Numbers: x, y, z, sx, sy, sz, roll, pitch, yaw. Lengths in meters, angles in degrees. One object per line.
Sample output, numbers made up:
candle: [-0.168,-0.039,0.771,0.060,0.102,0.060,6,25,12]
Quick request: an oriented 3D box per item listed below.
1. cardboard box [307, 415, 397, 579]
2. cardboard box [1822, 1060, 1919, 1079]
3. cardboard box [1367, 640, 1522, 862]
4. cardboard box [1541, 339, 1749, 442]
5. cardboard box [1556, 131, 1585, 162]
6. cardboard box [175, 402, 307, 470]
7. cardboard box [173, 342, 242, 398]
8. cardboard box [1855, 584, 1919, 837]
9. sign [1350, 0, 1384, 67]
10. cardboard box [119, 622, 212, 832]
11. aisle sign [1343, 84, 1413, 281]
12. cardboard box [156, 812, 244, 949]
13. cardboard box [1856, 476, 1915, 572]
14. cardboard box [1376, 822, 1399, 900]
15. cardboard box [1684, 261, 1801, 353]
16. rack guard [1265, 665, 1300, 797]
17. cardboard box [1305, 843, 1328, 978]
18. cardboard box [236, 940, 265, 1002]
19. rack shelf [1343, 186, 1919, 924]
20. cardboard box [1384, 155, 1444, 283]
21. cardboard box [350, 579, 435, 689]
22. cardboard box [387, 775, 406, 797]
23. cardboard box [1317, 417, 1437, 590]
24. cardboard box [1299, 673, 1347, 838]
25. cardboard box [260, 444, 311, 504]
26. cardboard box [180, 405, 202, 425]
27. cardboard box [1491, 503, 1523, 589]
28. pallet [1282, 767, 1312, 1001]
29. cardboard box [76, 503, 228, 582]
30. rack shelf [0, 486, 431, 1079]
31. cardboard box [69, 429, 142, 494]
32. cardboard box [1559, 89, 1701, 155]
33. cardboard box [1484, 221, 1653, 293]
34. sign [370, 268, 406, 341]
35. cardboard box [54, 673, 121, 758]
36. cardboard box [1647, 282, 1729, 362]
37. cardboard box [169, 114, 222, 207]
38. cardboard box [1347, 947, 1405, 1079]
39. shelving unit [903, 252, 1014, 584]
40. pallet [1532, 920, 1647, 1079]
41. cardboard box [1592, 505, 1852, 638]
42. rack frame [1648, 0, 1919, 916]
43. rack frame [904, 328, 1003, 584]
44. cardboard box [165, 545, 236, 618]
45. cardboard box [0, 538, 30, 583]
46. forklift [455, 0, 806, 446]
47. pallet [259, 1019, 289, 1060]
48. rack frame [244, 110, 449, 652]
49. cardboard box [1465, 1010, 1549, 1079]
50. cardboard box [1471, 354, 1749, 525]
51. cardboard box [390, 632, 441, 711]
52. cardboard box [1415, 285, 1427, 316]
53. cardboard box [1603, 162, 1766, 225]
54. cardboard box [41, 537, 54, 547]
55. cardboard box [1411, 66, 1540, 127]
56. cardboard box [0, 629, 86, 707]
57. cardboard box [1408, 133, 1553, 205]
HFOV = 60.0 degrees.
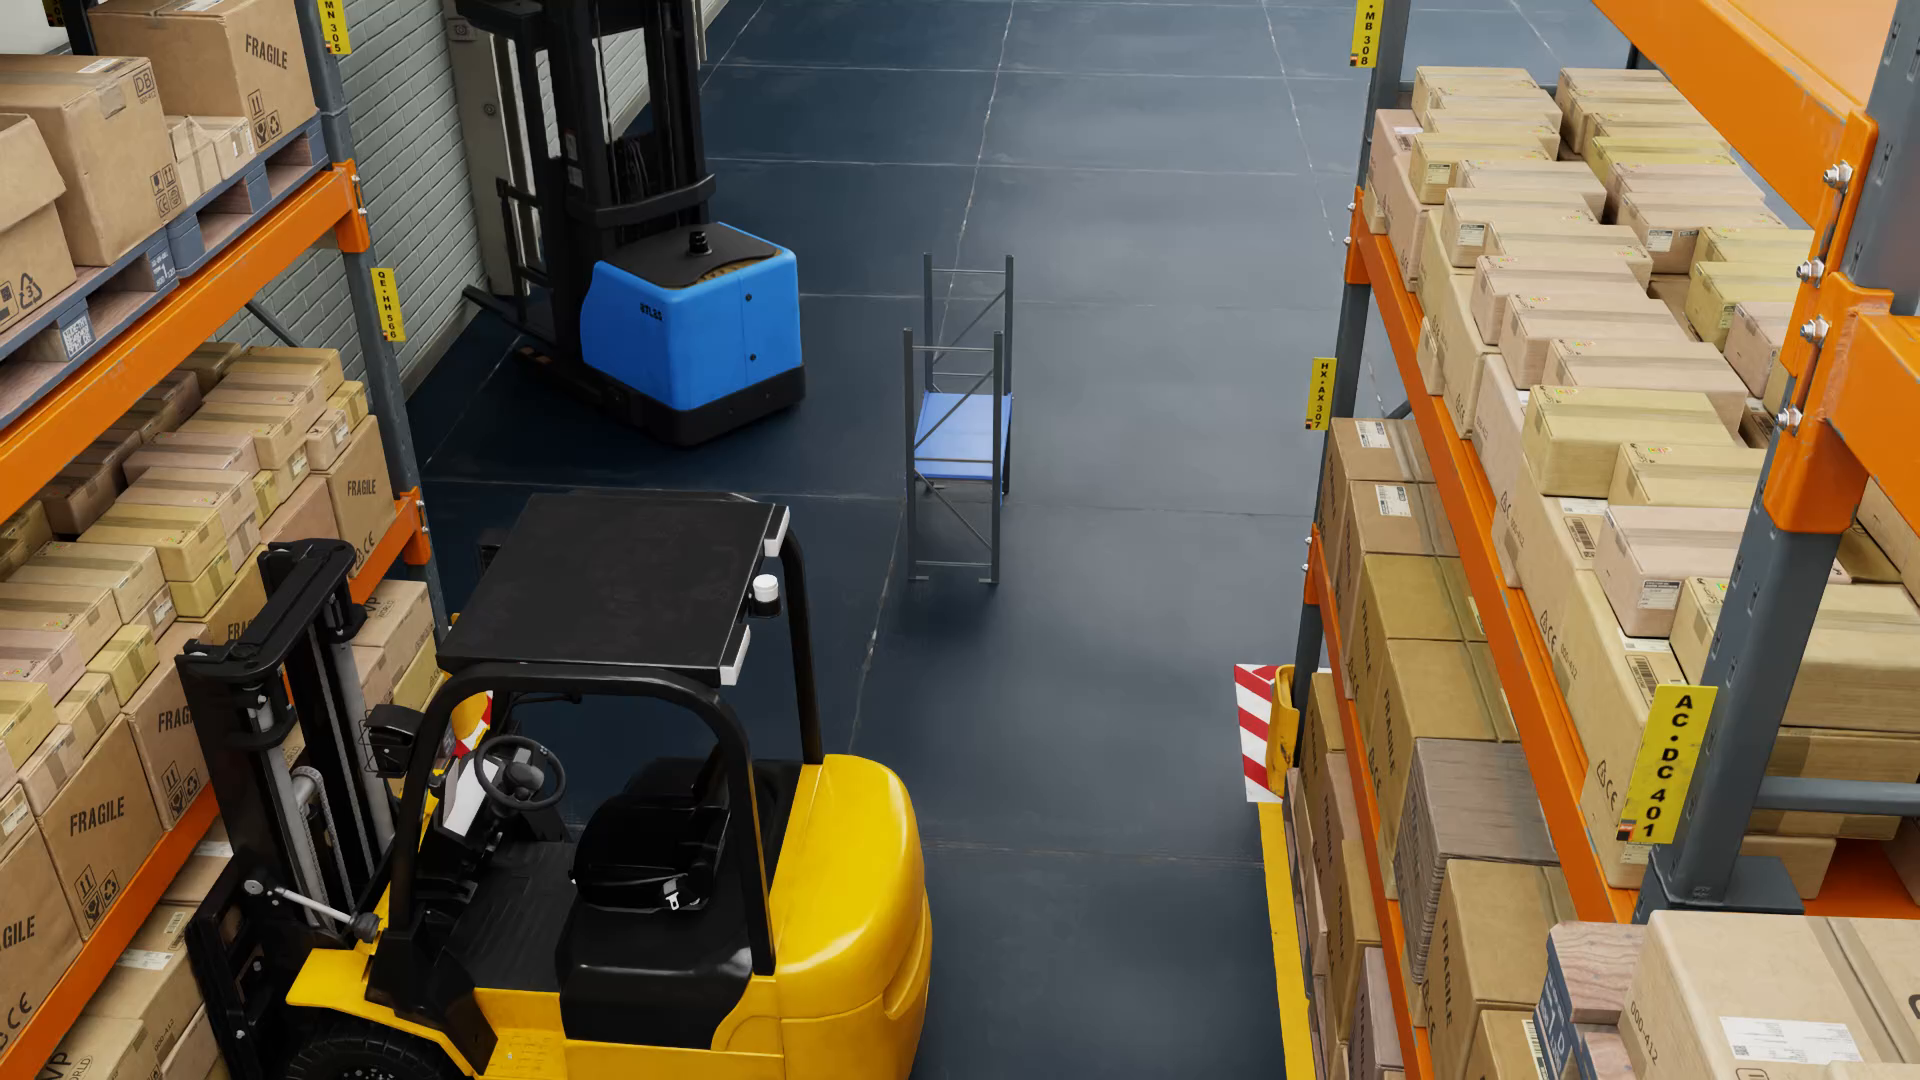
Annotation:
cardboard box: [-2.703,-0.189,6.883,0.500,0.500,0.500,2,32,3]
cardboard box: [1.220,0.831,1.730,0.500,0.250,0.500,2,32,3]
cardboard box: [1.596,0.665,5.213,0.500,0.500,0.500,2,32,3]
cardboard box: [1.575,-0.344,3.849,0.380,0.149,0.250,2,32,3]
cardboard box: [2.250,-1.266,5.726,0.500,0.250,0.500,2,32,3]
cardboard box: [-2.727,-0.396,6.317,0.380,0.149,0.250,3,32,5]
cardboard box: [-3.165,-0.694,6.801,0.380,0.149,0.250,2,32,3]
cardboard box: [2.006,0.328,3.139,0.500,0.250,0.500,2,32,3]
sign: [1.482,-1.877,6.026,0.100,0.325,0.005,2,32,4]
cardboard box: [-2.826,0.613,5.582,0.500,0.500,0.500,3,32,4]
aisle sign: [1.719,-1.358,6.396,0.394,0.787,0.004,2,32,4]
cardboard box: [-2.767,1.201,5.990,0.500,0.250,0.500,2,32,3]
cardboard box: [2.071,-0.049,3.371,0.380,0.149,0.250,1,32,2]
cardboard box: [1.535,1.012,5.268,0.380,0.149,0.250,3,32,4]
cardboard box: [2.093,-0.590,4.250,0.380,0.149,0.250,3,32,5]
rack guard: [2.017,0.899,7.596,1.175,0.500,0.348,2,32,4]
cardboard box: [1.633,1.463,6.518,0.500,0.250,0.500,4,32,6]
cardboard box: [-2.769,1.426,6.102,0.500,0.250,0.500,2,32,4]
rack shelf: [1.860,-0.130,4.709,1.077,0.370,4.000,2,32,4]
cardboard box: [1.666,-1.031,5.344,0.500,0.250,0.500,2,32,3]
cardboard box: [-2.651,0.405,7.282,0.500,0.250,0.500,3,32,6]
cardboard box: [-2.698,1.095,7.115,0.500,0.250,0.500,2,32,4]
cardboard box: [1.708,-0.139,6.517,0.500,0.500,0.500,2,32,3]
cardboard box: [1.681,0.890,6.733,0.500,0.500,0.500,1,32,2]
cardboard box: [-2.747,-0.273,6.400,0.380,0.149,0.250,3,32,5]
cardboard box: [-3.167,-0.436,6.665,0.380,0.149,0.250,2,32,4]
cardboard box: [1.517,0.001,4.050,0.380,0.149,0.250,3,32,5]
pallet: [1.916,1.445,6.985,1.003,0.211,1.213,2,32,4]
cardboard box: [-2.747,0.007,5.662,0.380,0.149,0.250,3,32,5]
rack shelf: [-3.087,0.937,5.837,1.077,0.370,4.000,2,32,4]
cardboard box: [-3.262,-0.291,6.147,0.380,0.149,0.250,3,32,4]
cardboard box: [2.231,-1.392,5.551,0.380,0.149,0.250,3,32,5]
cardboard box: [1.636,-0.743,4.498,0.380,0.149,0.250,3,32,5]
sign: [-2.385,-0.979,6.930,0.100,0.325,0.005,2,32,4]
cardboard box: [-2.829,0.534,5.091,0.380,0.149,0.250,1,32,2]
cardboard box: [2.132,-0.467,4.430,0.500,0.250,0.500,3,32,4]
cardboard box: [-2.710,-1.278,5.518,0.396,0.266,0.258,3,32,4]
cardboard box: [1.558,1.705,5.410,0.500,0.500,0.500,4,32,7]
shelving unit: [0.007,-0.683,9.209,0.538,1.500,1.048,2,32,4]
pallet: [1.541,1.008,2.356,1.213,0.211,1.003,2,32,4]
cardboard box: [1.450,0.062,3.190,0.380,0.149,0.250,2,32,3]
rack frame: [1.698,-0.668,2.036,1.000,3.000,0.127,2,32,4]
rack frame: [-0.034,-0.417,8.778,0.500,1.500,0.032,2,32,4]
cardboard box: [-2.753,0.131,5.745,0.380,0.149,0.250,3,32,4]
cardboard box: [-3.319,0.113,5.490,0.380,0.149,0.250,3,32,4]
forklift: [-2.416,-2.501,10.795,3.031,2.935,1.130,27,41,37]
pallet: [-3.047,1.810,6.393,1.003,0.211,1.213,2,32,4]
rack frame: [-2.924,-0.415,7.345,1.000,3.000,0.127,2,32,4]
cardboard box: [1.486,1.474,3.900,0.500,0.500,0.500,2,32,3]
cardboard box: [1.561,-0.226,4.038,0.500,0.250,0.500,2,32,3]
cardboard box: [-2.652,0.631,7.391,0.500,0.250,0.500,2,32,3]
cardboard box: [1.689,-0.807,5.361,0.380,0.149,0.250,2,32,4]
cardboard box: [2.129,-1.000,4.914,0.380,0.149,0.250,2,32,4]
cardboard box: [-3.386,0.102,5.793,0.380,0.149,0.250,4,32,6]
cardboard box: [1.791,-1.538,5.787,0.380,0.149,0.250,2,32,4]
cardboard box: [-2.902,0.400,5.025,0.380,0.149,0.250,2,32,4]
cardboard box: [1.610,-1.149,5.156,0.380,0.149,0.250,2,32,4]
